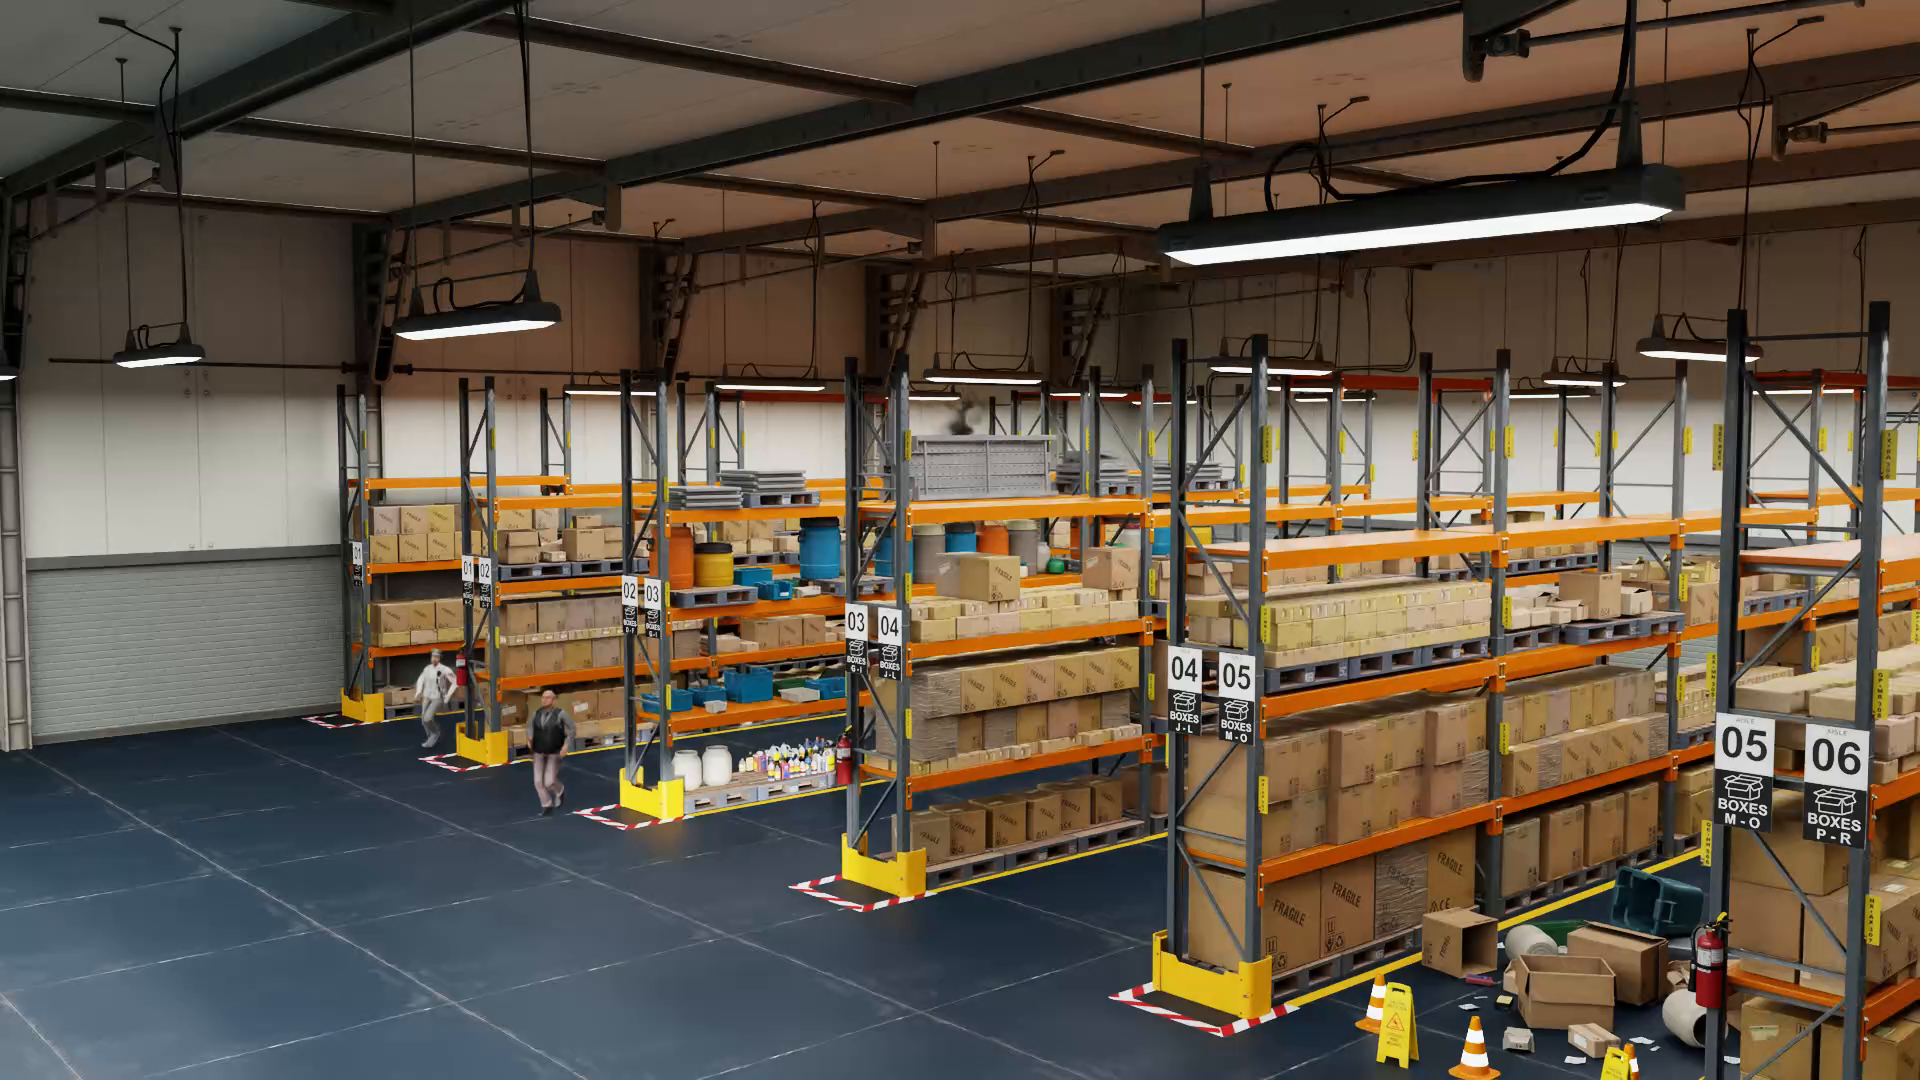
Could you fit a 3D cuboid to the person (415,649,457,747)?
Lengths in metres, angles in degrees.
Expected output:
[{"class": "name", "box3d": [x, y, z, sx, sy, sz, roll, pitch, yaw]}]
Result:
[{"class": "person", "box3d": [-8.537, 2.571, 26.993, 0.679, 1.639, 0.552, 1, 4, 20]}]

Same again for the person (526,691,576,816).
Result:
[{"class": "person", "box3d": [-5.533, 2.867, 22.343, 0.674, 1.693, 0.589, 1, 4, 12]}]

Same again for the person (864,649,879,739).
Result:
[{"class": "person", "box3d": [-1.491, 2.443, 28.144, 0.737, 1.775, 0.836, 3, 5, 39]}]

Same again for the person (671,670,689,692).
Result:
[{"class": "person", "box3d": [-5.125, 2.330, 30.540, 0.562, 1.654, 0.926, 3, 5, 39]}]
